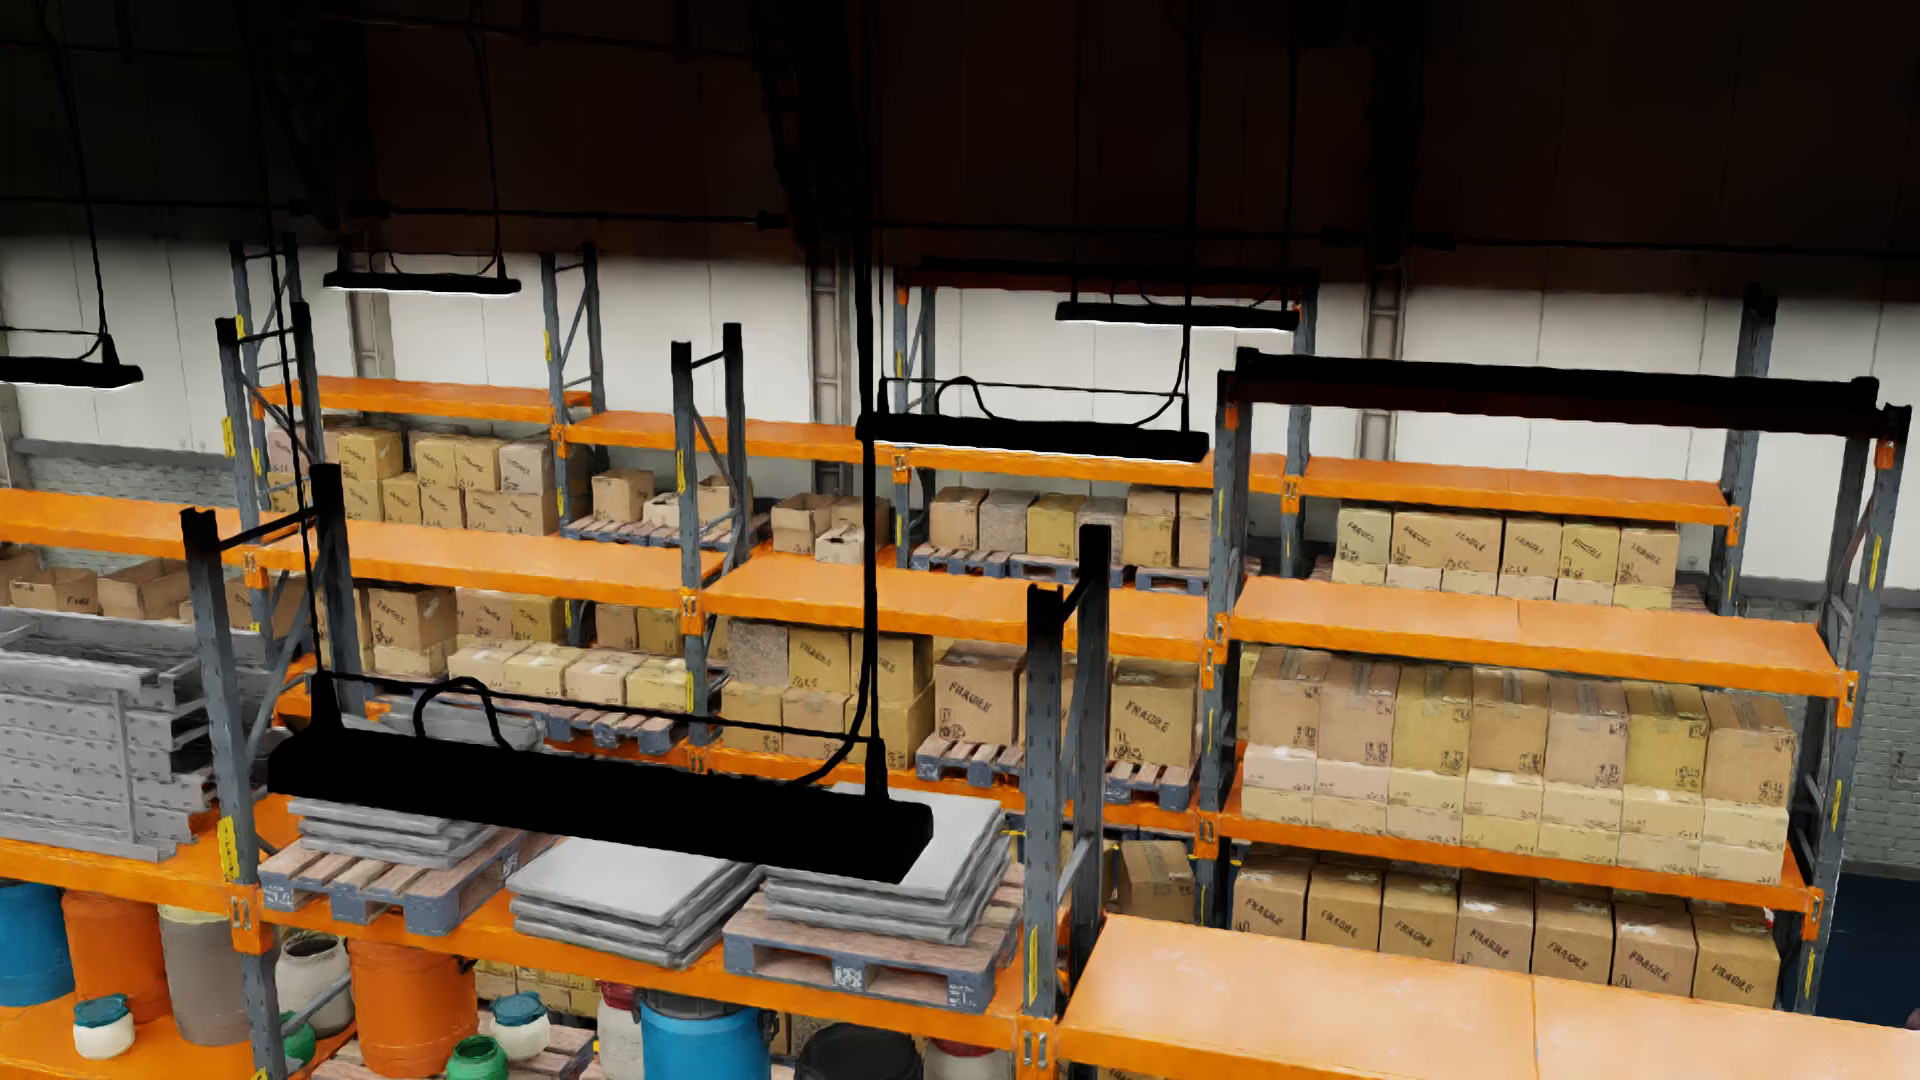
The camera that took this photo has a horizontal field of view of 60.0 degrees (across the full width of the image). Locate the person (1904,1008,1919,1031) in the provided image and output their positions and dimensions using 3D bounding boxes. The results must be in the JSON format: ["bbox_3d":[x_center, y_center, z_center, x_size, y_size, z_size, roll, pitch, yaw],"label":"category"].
[{"bbox_3d":[6.935,3.965,11.746,0.578,1.769,0.771,-11,20,-34],"label":"person"}]
